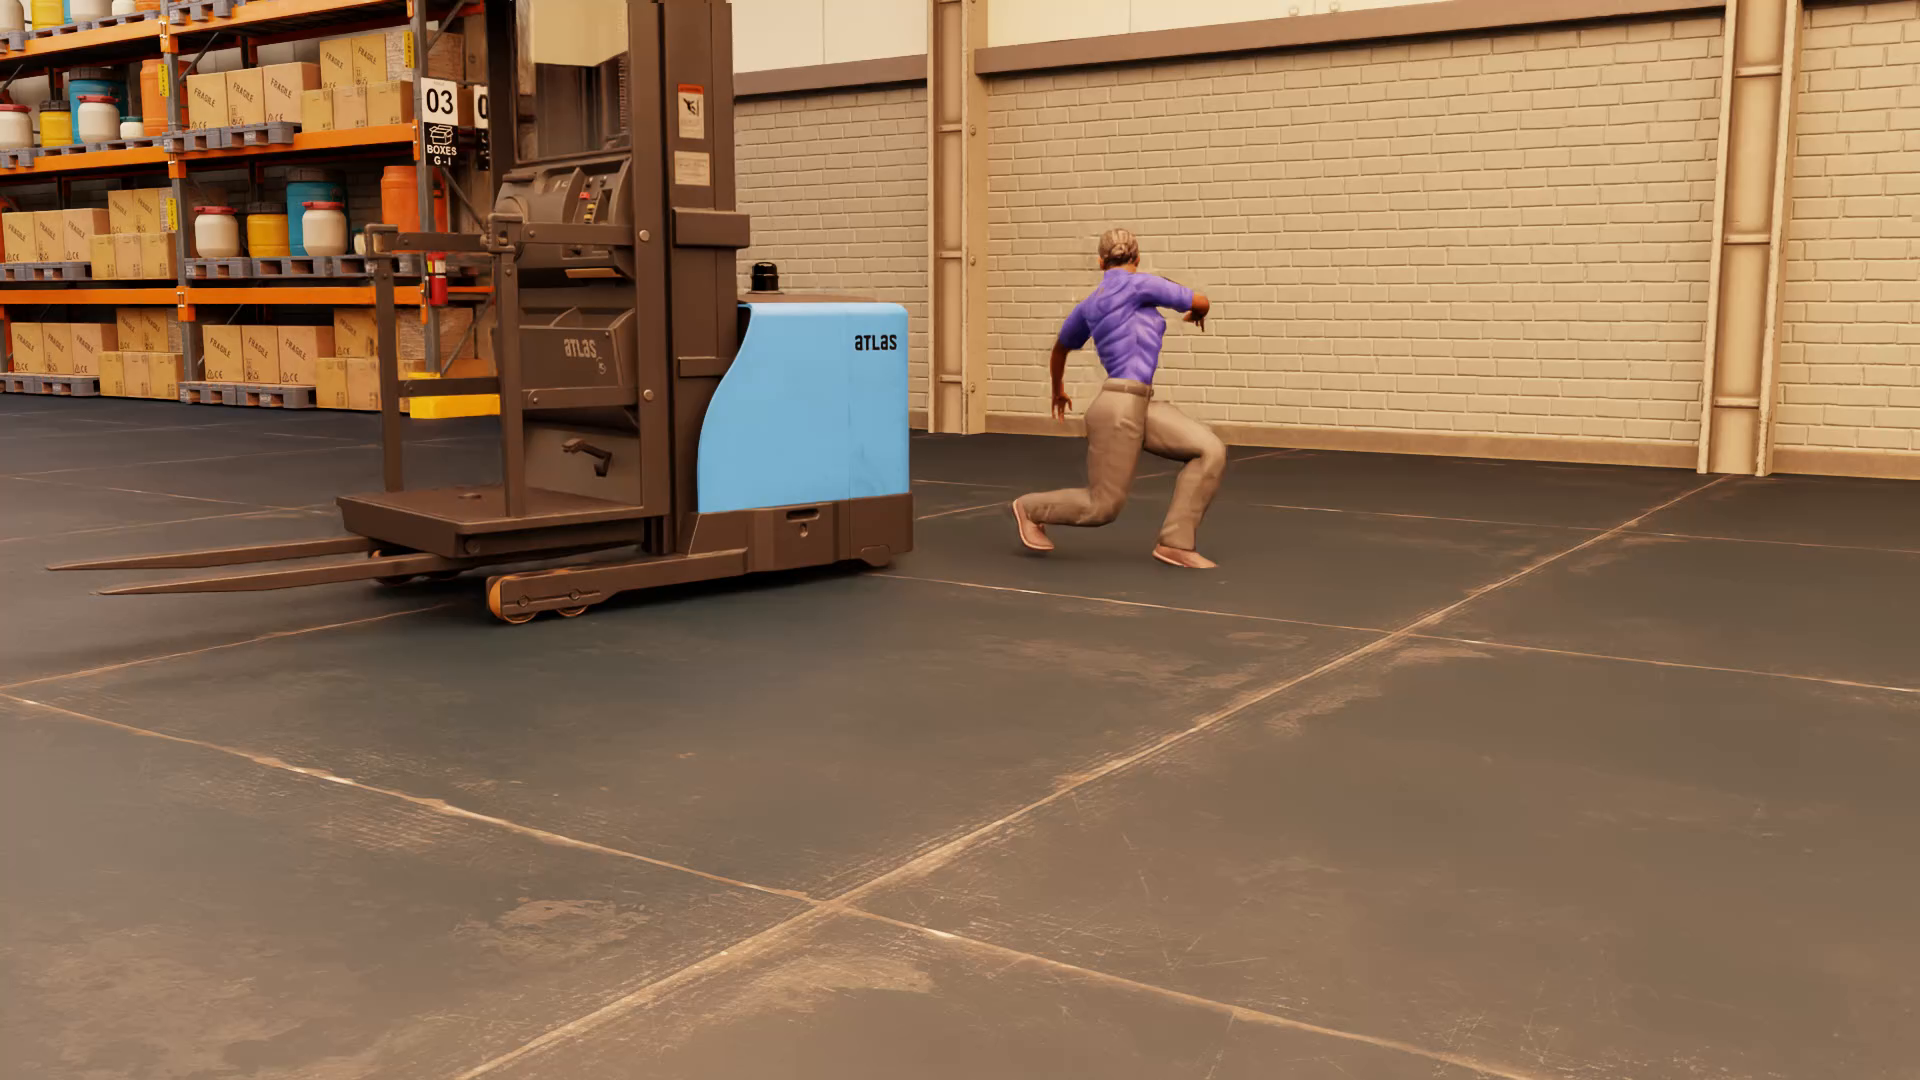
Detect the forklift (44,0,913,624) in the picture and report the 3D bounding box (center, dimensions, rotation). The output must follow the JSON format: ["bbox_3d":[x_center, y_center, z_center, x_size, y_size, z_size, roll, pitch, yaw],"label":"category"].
[{"bbox_3d":[-1.627,-1.250,5.984,3.031,2.935,1.130,-7,11,-41],"label":"forklift"}]

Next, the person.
[{"bbox_3d":[0.669,-0.583,6.986,0.916,1.431,0.685,2,8,13],"label":"person"}]
